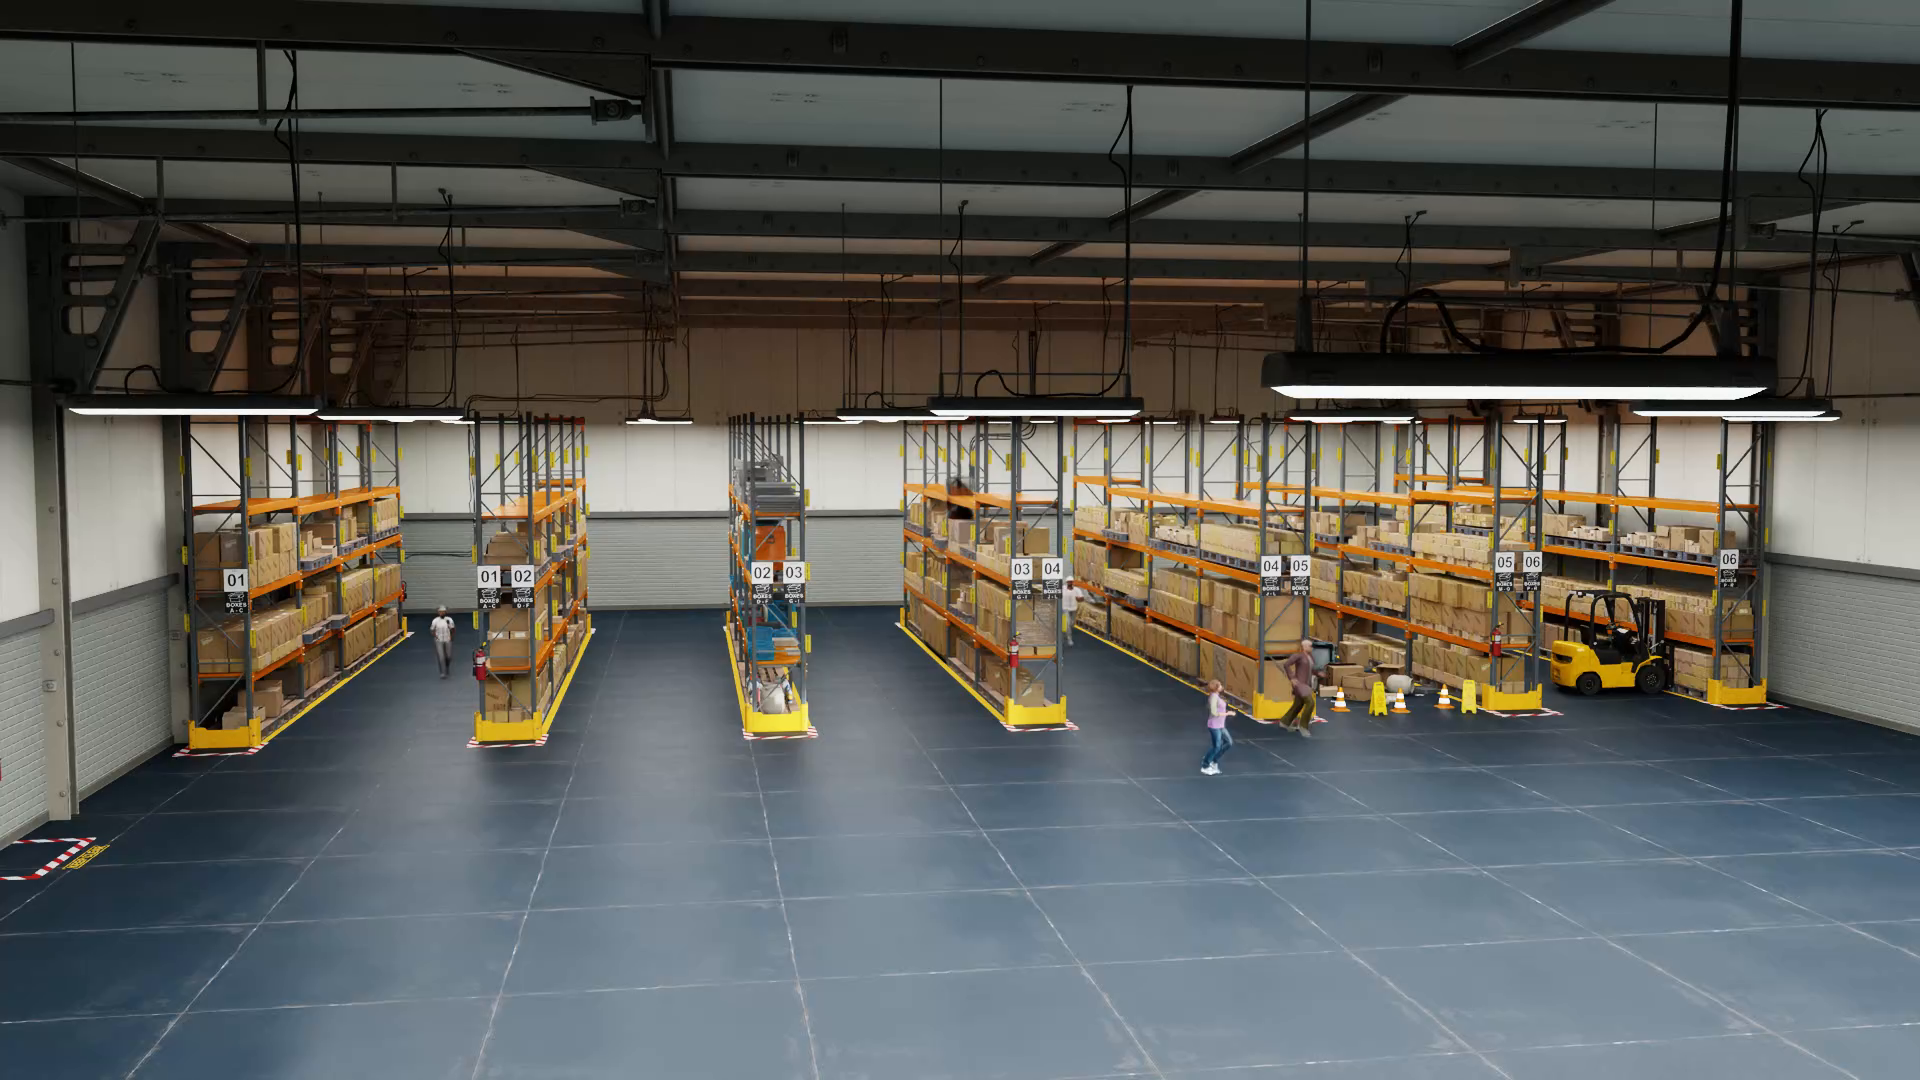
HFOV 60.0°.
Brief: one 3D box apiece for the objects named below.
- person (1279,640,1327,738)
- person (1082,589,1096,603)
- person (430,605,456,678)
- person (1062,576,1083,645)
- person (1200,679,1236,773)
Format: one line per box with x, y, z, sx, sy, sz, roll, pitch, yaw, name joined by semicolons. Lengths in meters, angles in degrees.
6.374;2.757;30.921;0.899;1.816;0.629;3;5;37;person
3.937;1.466;49.835;0.745;1.739;0.710;1;4;9;person
-11.784;2.314;37.931;0.570;1.654;0.547;-1;4;-21;person
2.888;1.834;43.789;0.689;1.774;0.963;-1;4;-9;person
4.251;3.068;27.314;0.596;1.575;0.517;1;4;19;person
